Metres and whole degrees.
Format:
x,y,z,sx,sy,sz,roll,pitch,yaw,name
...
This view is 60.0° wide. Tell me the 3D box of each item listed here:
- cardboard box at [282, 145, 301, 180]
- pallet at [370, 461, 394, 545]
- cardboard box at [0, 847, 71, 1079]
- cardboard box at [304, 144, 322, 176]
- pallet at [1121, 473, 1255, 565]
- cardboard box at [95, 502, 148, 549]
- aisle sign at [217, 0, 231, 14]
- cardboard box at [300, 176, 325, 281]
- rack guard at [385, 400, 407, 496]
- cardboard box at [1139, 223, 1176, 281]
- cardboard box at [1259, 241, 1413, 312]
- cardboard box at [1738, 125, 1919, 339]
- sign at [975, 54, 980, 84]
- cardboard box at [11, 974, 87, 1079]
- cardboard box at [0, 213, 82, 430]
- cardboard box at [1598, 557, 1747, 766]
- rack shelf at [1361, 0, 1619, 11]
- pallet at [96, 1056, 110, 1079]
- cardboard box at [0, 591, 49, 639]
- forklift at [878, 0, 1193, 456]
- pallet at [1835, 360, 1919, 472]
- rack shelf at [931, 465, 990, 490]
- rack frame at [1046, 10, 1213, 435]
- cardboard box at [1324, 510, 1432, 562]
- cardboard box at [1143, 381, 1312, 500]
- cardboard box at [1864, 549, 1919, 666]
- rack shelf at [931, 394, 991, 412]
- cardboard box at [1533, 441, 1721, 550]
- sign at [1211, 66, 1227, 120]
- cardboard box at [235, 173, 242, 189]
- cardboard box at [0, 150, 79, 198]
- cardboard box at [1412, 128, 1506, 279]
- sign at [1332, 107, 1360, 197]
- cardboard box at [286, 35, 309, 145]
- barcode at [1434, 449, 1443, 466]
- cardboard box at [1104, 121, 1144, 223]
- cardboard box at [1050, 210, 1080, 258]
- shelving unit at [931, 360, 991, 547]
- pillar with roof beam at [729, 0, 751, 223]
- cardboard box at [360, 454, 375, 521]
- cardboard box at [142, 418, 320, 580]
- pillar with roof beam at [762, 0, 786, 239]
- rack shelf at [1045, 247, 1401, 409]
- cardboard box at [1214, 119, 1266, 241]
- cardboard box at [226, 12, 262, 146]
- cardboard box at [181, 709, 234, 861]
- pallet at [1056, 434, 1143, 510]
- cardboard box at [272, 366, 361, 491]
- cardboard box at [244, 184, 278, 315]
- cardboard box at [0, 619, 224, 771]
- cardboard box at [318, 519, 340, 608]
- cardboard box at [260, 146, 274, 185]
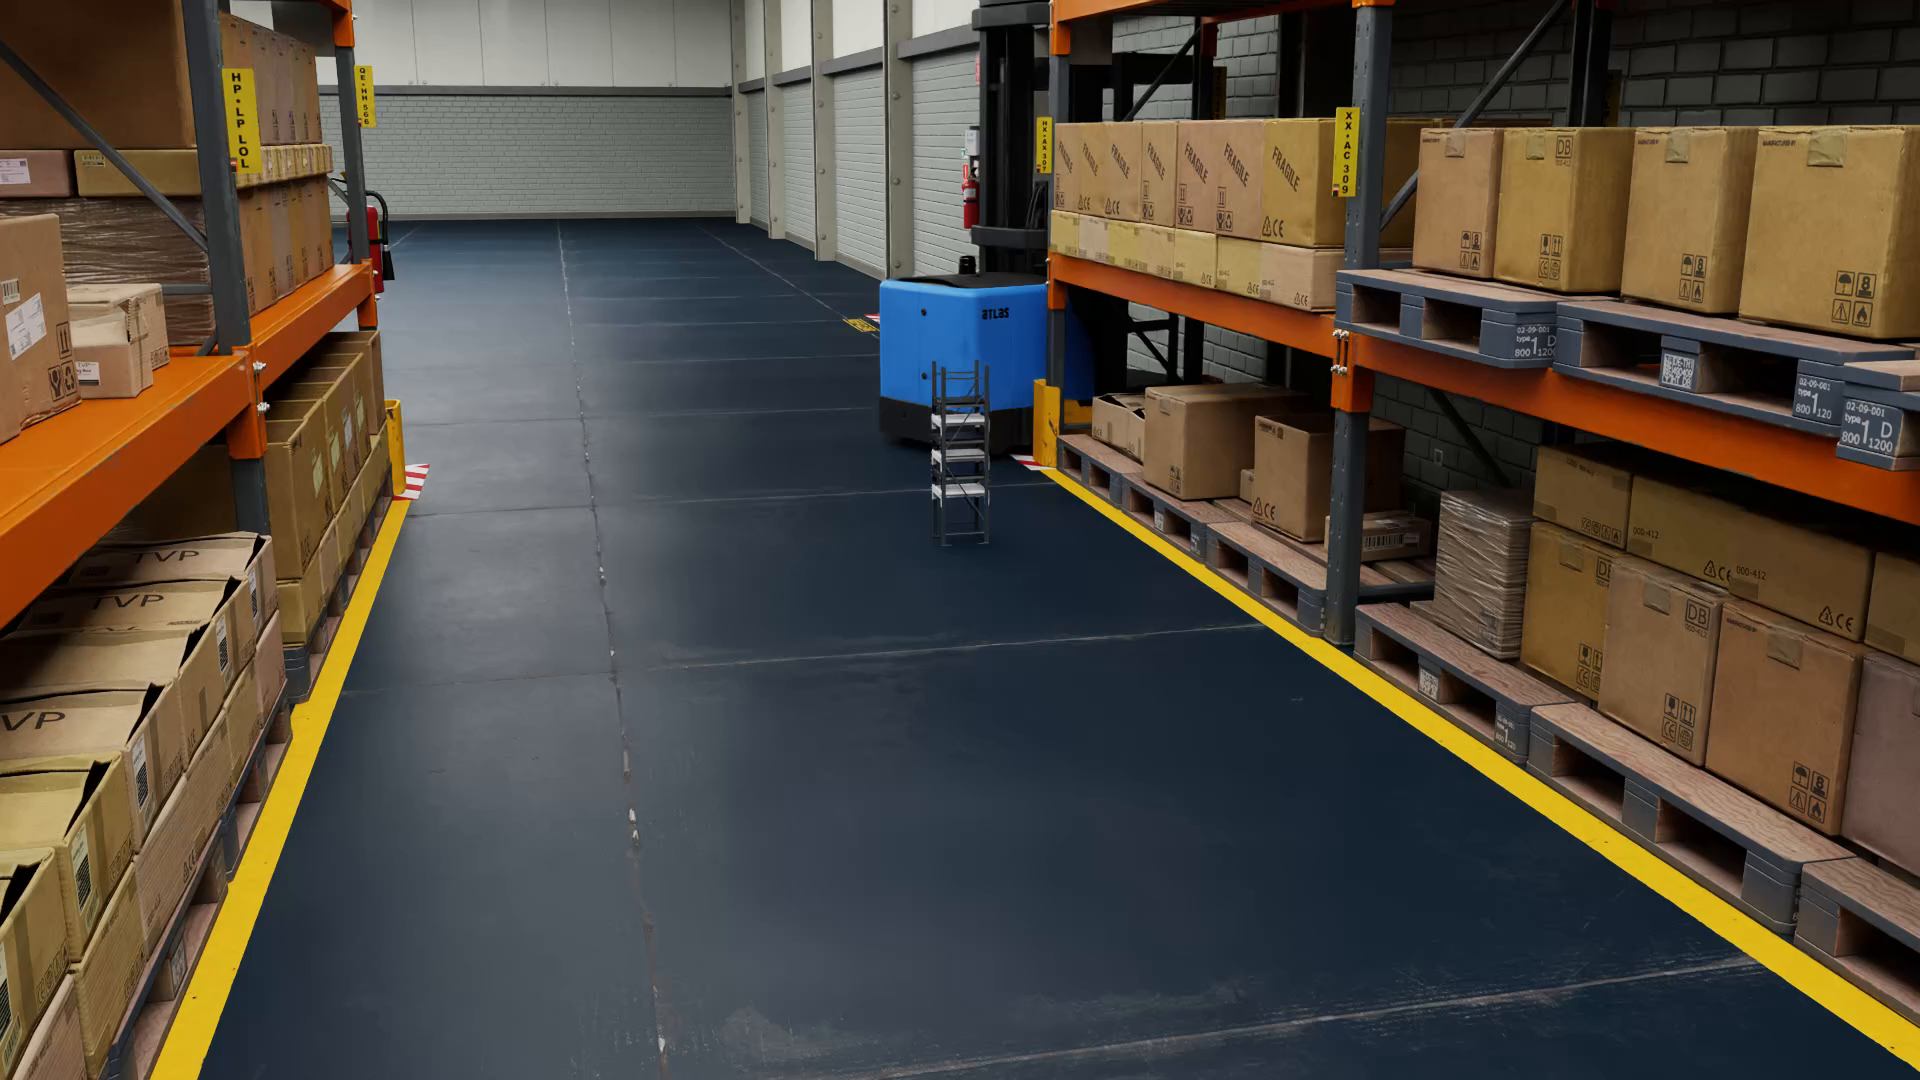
x,y,z,sx,sy,sz,roll,pitch,yaw,name
-3.195,-1.701,7.491,0.380,0.149,0.250,-3,14,-12,cardboard box
-3.556,-0.185,8.738,1.003,0.211,1.213,-3,14,-13,pallet
-1.866,0.734,2.831,0.500,0.311,0.500,-4,14,-15,cardboard box
-3.378,-1.880,8.225,0.380,0.149,0.250,-3,14,-14,cardboard box
1.496,-0.148,8.587,1.003,0.211,1.213,-3,14,-13,pallet
-3.264,-0.234,6.392,0.500,0.500,0.500,-3,14,-13,cardboard box
-4.089,-2.974,8.803,0.394,0.787,0.004,-3,14,-13,aisle sign
-3.551,-1.532,8.169,0.700,0.500,0.500,-3,14,-12,cardboard box
-3.782,-0.504,9.438,1.175,0.500,0.348,-3,14,-13,rack guard
1.211,-1.443,8.288,0.500,0.250,0.500,-3,14,-13,cardboard box
1.572,-1.097,6.869,0.500,0.250,0.500,-3,14,-13,cardboard box
2.483,-0.801,4.248,0.700,0.500,0.500,-3,14,-13,cardboard box
0.186,-4.967,17.552,0.001,0.298,0.199,-3,14,-13,sign
-1.853,1.011,2.878,0.500,0.250,0.500,-4,14,-15,cardboard box
-2.548,-0.539,4.104,0.500,0.500,0.500,-2,14,-9,cardboard box
2.418,0.338,5.062,0.700,0.500,0.500,-3,14,-13,cardboard box
2.448,-1.714,4.317,1.077,0.370,4.000,-3,14,-13,rack shelf
-2.052,1.295,2.682,1.003,0.211,1.213,-3,14,-13,pallet
-2.869,0.294,4.631,0.500,0.311,0.500,-3,14,-14,cardboard box
0.938,-2.213,11.308,3.031,2.935,1.130,-10,17,-36,forklift
2.646,-0.210,3.370,1.213,0.211,1.003,-3,14,-13,pallet
0.002,-0.315,8.342,0.258,0.077,0.200,-3,14,-13,rack shelf
1.038,-1.990,10.253,1.000,3.000,0.127,-3,14,-13,rack frame
1.823,-0.027,7.258,0.380,0.166,0.250,-5,15,-21,cardboard box
1.371,-0.521,8.581,0.700,0.500,0.500,-4,14,-17,cardboard box
2.624,0.193,4.075,0.500,0.250,0.500,-3,14,-12,cardboard box
0.002,-0.665,8.256,0.258,0.077,0.200,-3,14,-13,rack shelf
2.274,-0.161,5.525,0.500,0.250,0.500,-4,14,-14,cardboard box
1.583,-2.732,10.186,0.100,0.325,0.005,-3,14,-13,sign
-2.833,-1.344,6.032,0.380,0.149,0.250,-4,14,-15,cardboard box
-3.109,-1.205,5.461,0.380,0.149,0.250,-3,14,-13,cardboard box
2.064,-1.210,5.923,0.700,0.500,0.500,-3,14,-13,cardboard box
1.452,-1.456,6.242,0.100,0.325,0.005,-3,14,-13,sign
-3.537,-2.150,7.964,0.700,0.500,0.500,-4,14,-15,cardboard box
2.084,-0.360,7.247,0.001,0.075,0.075,-3,14,-13,barcode
1.080,-1.930,8.702,0.500,0.500,0.500,-4,14,-15,cardboard box
0.844,-1.797,9.735,0.500,0.250,0.500,-4,14,-15,cardboard box
0.002,-0.435,8.313,0.258,0.900,0.210,-3,14,-13,shelving unit
-9.187,-11.472,36.423,9.100,9.000,0.400,-3,14,-13,pillar with roof beam
-3.114,-0.244,8.016,0.500,0.250,0.500,-3,14,-13,cardboard box
-2.641,-0.147,6.039,0.500,0.500,0.500,-3,14,-13,cardboard box
-7.778,-10.088,30.757,9.100,9.000,0.400,-3,14,-13,pillar with roof beam
1.508,-1.179,8.450,1.077,0.370,4.000,-3,14,-13,rack shelf
1.443,-1.575,7.248,0.500,0.500,0.500,-3,14,-14,cardboard box
-3.184,-1.803,6.544,0.700,0.500,0.500,-3,14,-13,cardboard box
-2.220,0.656,4.332,0.500,0.250,0.500,-3,14,-12,cardboard box
1.213,-0.429,9.737,1.003,0.211,1.213,-3,14,-13,pallet
-2.995,-0.493,7.455,0.500,0.500,0.500,-3,14,-13,cardboard box
-3.191,-1.178,6.719,0.700,0.500,0.500,-3,14,-12,cardboard box
-2.220,0.381,4.273,0.500,0.311,0.500,-3,14,-13,cardboard box
-2.763,0.102,6.599,0.500,0.250,0.500,-3,14,-13,cardboard box
-3.018,-1.524,6.767,0.380,0.149,0.250,-4,14,-15,cardboard box
